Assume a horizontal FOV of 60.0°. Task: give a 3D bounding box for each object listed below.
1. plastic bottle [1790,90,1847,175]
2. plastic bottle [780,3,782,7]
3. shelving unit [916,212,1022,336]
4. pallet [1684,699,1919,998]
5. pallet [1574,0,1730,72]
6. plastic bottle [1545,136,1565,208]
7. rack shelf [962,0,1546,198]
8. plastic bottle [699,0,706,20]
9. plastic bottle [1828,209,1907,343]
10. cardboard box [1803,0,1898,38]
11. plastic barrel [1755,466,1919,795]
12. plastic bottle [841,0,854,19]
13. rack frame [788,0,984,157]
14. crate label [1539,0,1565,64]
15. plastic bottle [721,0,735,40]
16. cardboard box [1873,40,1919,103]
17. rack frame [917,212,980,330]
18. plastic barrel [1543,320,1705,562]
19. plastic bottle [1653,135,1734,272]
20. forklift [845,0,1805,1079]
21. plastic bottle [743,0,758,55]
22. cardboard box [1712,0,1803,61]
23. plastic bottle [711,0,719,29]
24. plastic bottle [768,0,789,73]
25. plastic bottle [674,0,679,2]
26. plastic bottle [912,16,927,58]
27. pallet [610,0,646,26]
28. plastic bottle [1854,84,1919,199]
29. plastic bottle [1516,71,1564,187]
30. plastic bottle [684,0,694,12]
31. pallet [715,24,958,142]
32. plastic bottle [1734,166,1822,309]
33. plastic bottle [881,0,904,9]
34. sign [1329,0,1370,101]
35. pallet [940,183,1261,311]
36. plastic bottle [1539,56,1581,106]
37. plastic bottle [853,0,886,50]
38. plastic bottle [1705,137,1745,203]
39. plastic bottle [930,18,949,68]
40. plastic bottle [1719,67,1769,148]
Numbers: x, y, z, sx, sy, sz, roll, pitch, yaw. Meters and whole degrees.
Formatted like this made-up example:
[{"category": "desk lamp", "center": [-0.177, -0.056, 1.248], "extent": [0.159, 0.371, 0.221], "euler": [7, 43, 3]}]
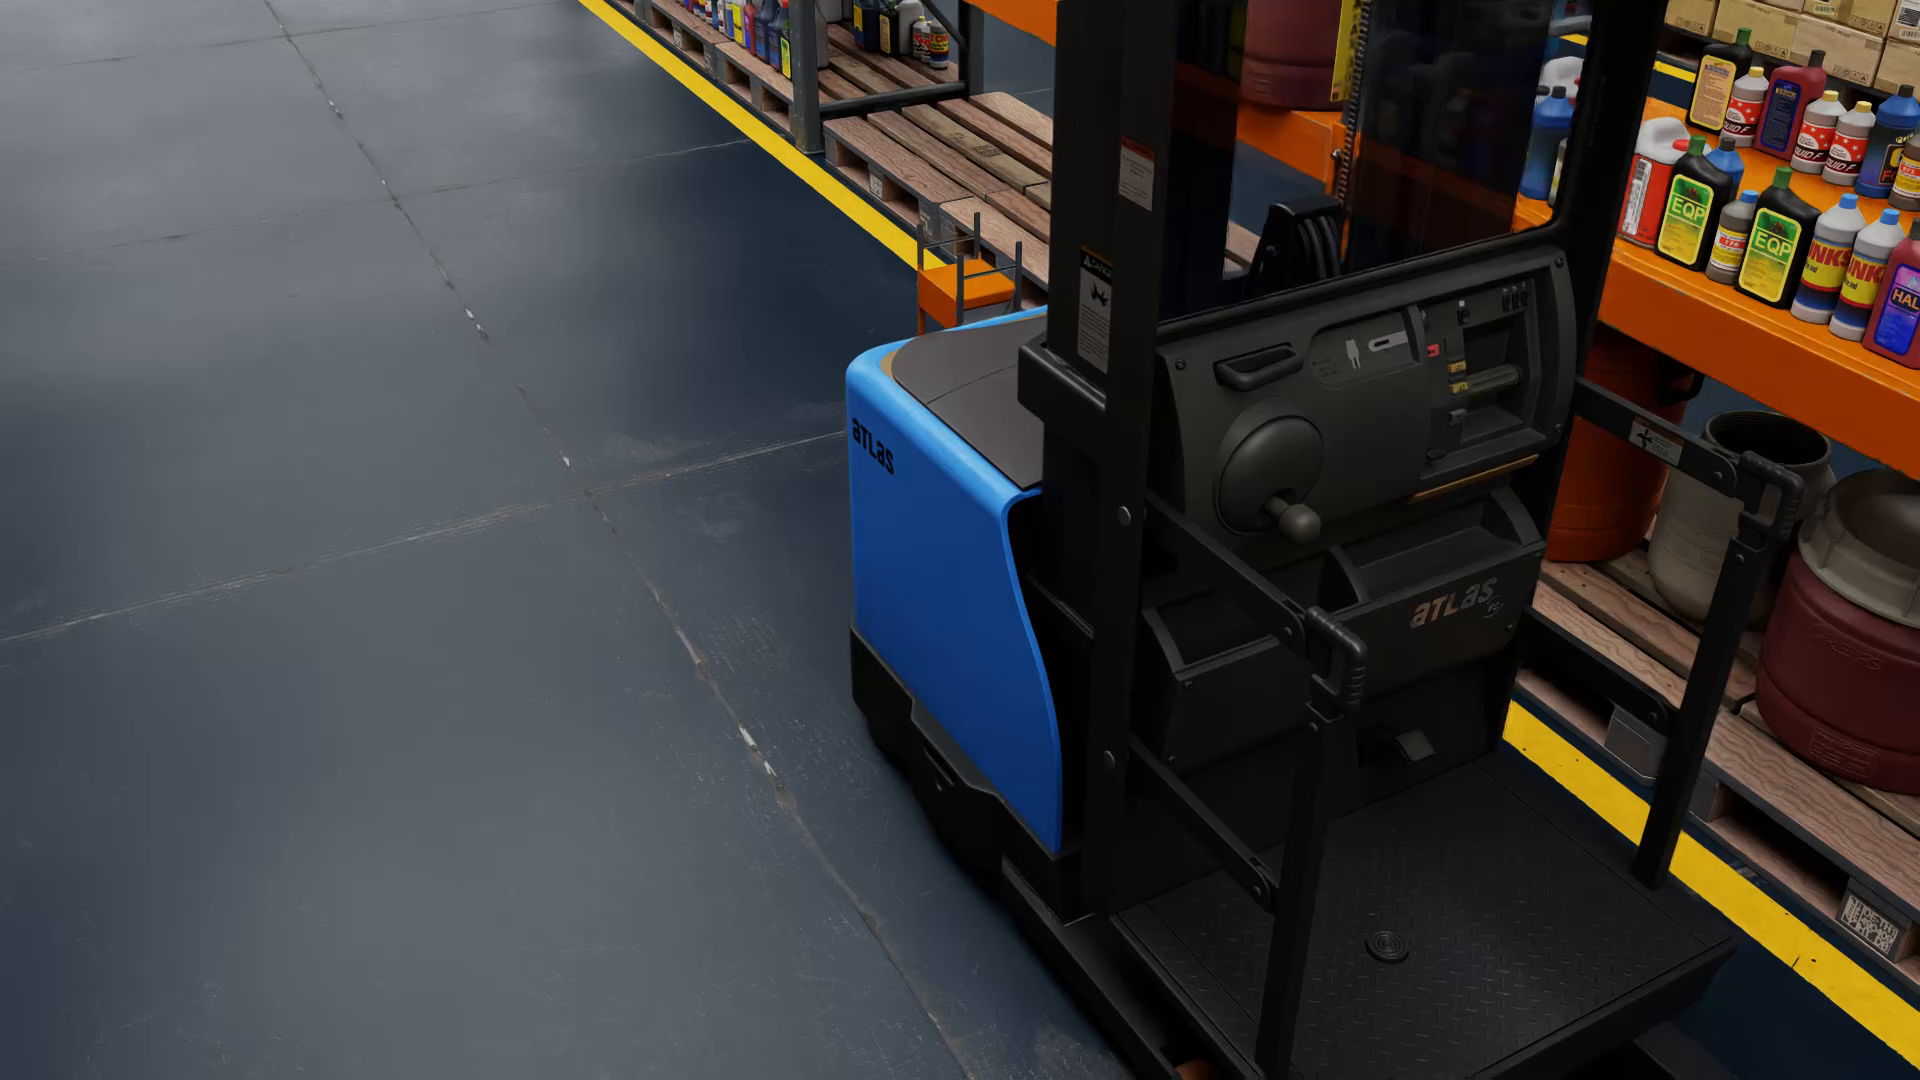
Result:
[{"category": "plastic bottle", "center": [2.229, -1.060, 4.308], "extent": [0.097, 0.201, 0.097], "euler": [0, 33, 0]}, {"category": "plastic bottle", "center": [-0.873, -2.722, 8.835], "extent": [0.152, 0.276, 0.135], "euler": [-16, 36, -23]}, {"category": "shelving unit", "center": [0.025, -0.417, 4.927], "extent": [0.215, 1.050, 0.252], "euler": [-16, 36, -23]}, {"category": "pallet", "center": [2.487, 0.722, 3.927], "extent": [1.003, 0.211, 1.213], "euler": [-16, 36, -23]}, {"category": "pallet", "center": [4.414, -3.036, 9.793], "extent": [1.003, 0.211, 1.213], "euler": [-16, 36, -23]}, {"category": "plastic bottle", "center": [1.508, -0.919, 4.088], "extent": [0.097, 0.201, 0.097], "euler": [0, 33, 0]}, {"category": "rack shelf", "center": [0.585, -2.050, 6.337], "extent": [1.077, 0.370, 4.000], "euler": [-16, 36, -23]}, {"category": "plastic bottle", "center": [-1.437, -3.098, 9.427], "extent": [0.097, 0.271, 0.097], "euler": [0, 33, 0]}, {"category": "plastic bottle", "center": [1.894, -0.554, 3.453], "extent": [0.097, 0.271, 0.097], "euler": [0, 33, 0]}, {"category": "cardboard box", "center": [4.726, -2.814, 8.501], "extent": [0.500, 0.311, 0.500], "euler": [-15, 36, -22]}, {"category": "plastic barrel", "center": [2.287, 0.208, 3.991], "extent": [0.600, 0.588, 0.708], "euler": [-16, 36, -23]}, {"category": "plastic bottle", "center": [-0.643, -3.160, 9.450], "extent": [0.144, 0.351, 0.185], "euler": [-16, 36, -23]}, {"category": "rack frame", "center": [-0.348, -3.308, 7.633], "extent": [1.000, 3.000, 0.127], "euler": [-16, 36, -23]}, {"category": "crate label", "center": [1.652, -1.624, 5.159], "extent": [0.303, 0.233, 0.416], "euler": [-16, 36, -23]}, {"category": "plastic bottle", "center": [-1.215, -2.905, 9.121], "extent": [0.152, 0.276, 0.135], "euler": [-15, 36, -22]}, {"category": "cardboard box", "center": [4.965, -2.338, 8.278], "extent": [0.500, 0.250, 0.500], "euler": [-15, 36, -22]}, {"category": "rack frame", "center": [-0.032, -0.475, 5.018], "extent": [0.200, 1.050, 0.008], "euler": [-16, 36, -23]}, {"category": "plastic barrel", "center": [1.760, -0.433, 4.767], "extent": [0.600, 0.830, 0.708], "euler": [-16, 36, -23]}, {"category": "plastic bottle", "center": [1.671, -0.766, 3.773], "extent": [0.061, 0.283, 0.133], "euler": [-16, 36, -23]}, {"category": "forklift", "center": [0.872, -0.212, 2.864], "extent": [1.130, 2.935, 3.031], "euler": [-17, 36, -24]}, {"category": "plastic bottle", "center": [-1.105, -2.743, 8.861], "extent": [0.061, 0.283, 0.133], "euler": [-13, 35, -20]}, {"category": "cardboard box", "center": [4.486, -2.825, 9.039], "extent": [0.500, 0.250, 0.500], "euler": [-17, 36, -25]}, {"category": "plastic bottle", "center": [-1.342, -3.002, 9.276], "extent": [0.097, 0.271, 0.097], "euler": [0, 33, 0]}, {"category": "plastic bottle", "center": [-0.903, -2.613, 8.595], "extent": [0.144, 0.351, 0.185], "euler": [-17, 36, -24]}, {"category": "plastic bottle", "center": [-1.643, -3.310, 9.757], "extent": [0.097, 0.271, 0.097], "euler": [0, 33, 0]}, {"category": "plastic bottle", "center": [-0.203, -2.674, 8.830], "extent": [0.097, 0.201, 0.097], "euler": [0, 33, 0]}, {"category": "pallet", "center": [-1.762, -3.629, 10.719], "extent": [1.003, 0.211, 1.213], "euler": [-16, 36, -23]}, {"category": "plastic bottle", "center": [2.319, -0.996, 4.144], "extent": [0.097, 0.271, 0.097], "euler": [0, 33, 0]}, {"category": "plastic bottle", "center": [1.433, -1.059, 4.237], "extent": [0.152, 0.276, 0.135], "euler": [-16, 36, -23]}, {"category": "plastic bottle", "center": [-1.554, -3.202, 9.577], "extent": [0.061, 0.283, 0.133], "euler": [-15, 36, -22]}, {"category": "pallet", "center": [-0.624, -2.465, 8.901], "extent": [1.003, 0.211, 1.213], "euler": [-16, 36, -23]}, {"category": "plastic bottle", "center": [1.779, -0.656, 3.601], "extent": [0.061, 0.283, 0.133], "euler": [-16, 36, -23]}, {"category": "plastic bottle", "center": [-0.357, -2.867, 8.993], "extent": [0.144, 0.351, 0.185], "euler": [-15, 36, -22]}, {"category": "sign", "center": [1.034, -1.326, 4.388], "extent": [0.100, 0.325, 0.005], "euler": [-16, 36, -23]}, {"category": "pallet", "center": [0.626, -1.186, 6.905], "extent": [1.003, 0.211, 1.213], "euler": [-16, 36, -23]}, {"category": "plastic bottle", "center": [1.568, -1.097, 4.297], "extent": [0.152, 0.276, 0.135], "euler": [-16, 36, -23]}, {"category": "plastic bottle", "center": [-0.484, -2.831, 8.936], "extent": [0.144, 0.351, 0.185], "euler": [-16, 36, -23]}, {"category": "plastic bottle", "center": [1.733, -0.789, 3.821], "extent": [0.097, 0.271, 0.097], "euler": [0, 33, 0]}, {"category": "plastic bottle", "center": [-0.108, -2.607, 8.659], "extent": [0.097, 0.271, 0.097], "euler": [0, 33, 0]}, {"category": "plastic bottle", "center": [2.121, -1.170, 4.480], "extent": [0.097, 0.201, 0.097], "euler": [0, 33, 0]}]
